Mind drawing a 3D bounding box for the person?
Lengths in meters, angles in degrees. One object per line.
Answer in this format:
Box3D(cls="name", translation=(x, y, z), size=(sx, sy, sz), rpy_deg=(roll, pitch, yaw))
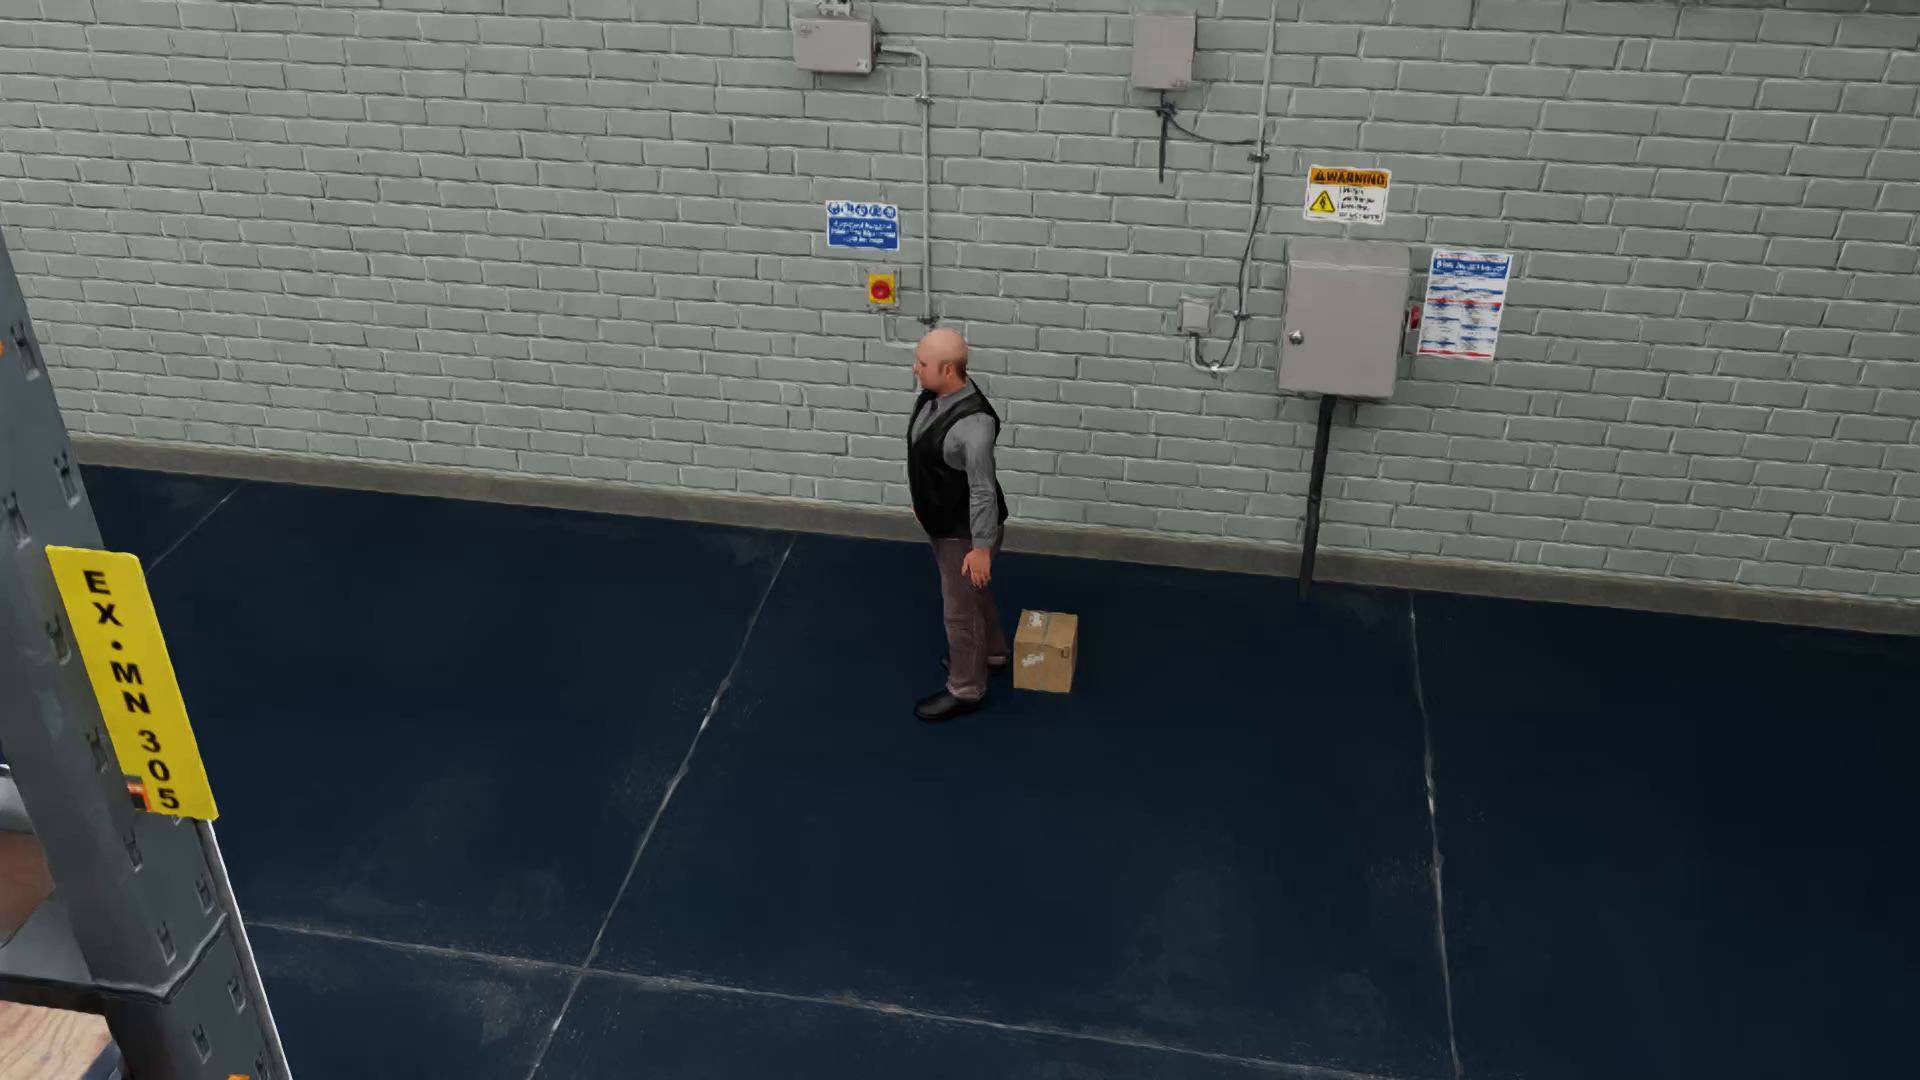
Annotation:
Box3D(cls="person", translation=(0.000, -0.073, 6.774), size=(0.500, 1.731, 0.602), rpy_deg=(-10, 34, -15))
